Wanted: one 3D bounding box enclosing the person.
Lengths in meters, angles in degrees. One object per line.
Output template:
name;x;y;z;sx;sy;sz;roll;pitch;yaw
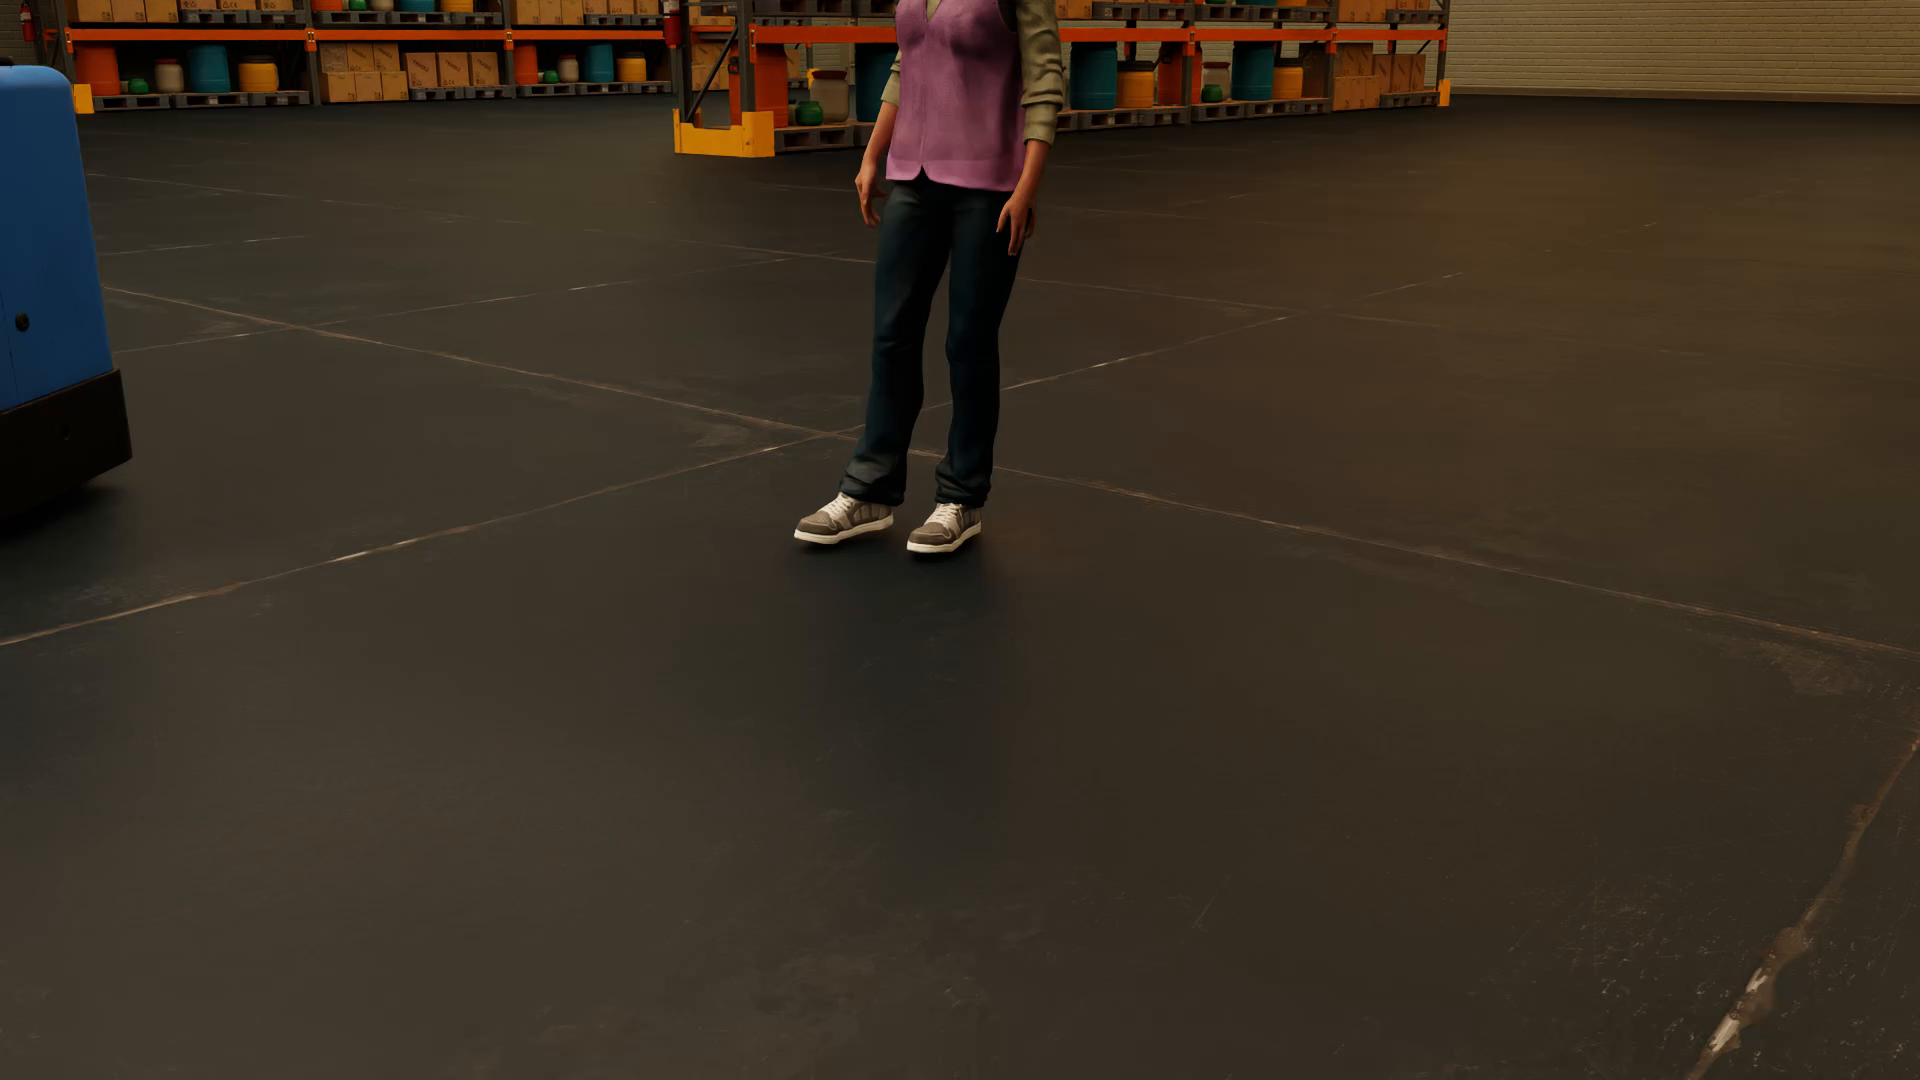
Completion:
person;-0.058;-0.756;3.661;0.521;1.599;0.473;13;21;37

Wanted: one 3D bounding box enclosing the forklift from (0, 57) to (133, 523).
forklift;-3.714;-1.429;3.605;3.031;2.935;1.130;0;17;1
